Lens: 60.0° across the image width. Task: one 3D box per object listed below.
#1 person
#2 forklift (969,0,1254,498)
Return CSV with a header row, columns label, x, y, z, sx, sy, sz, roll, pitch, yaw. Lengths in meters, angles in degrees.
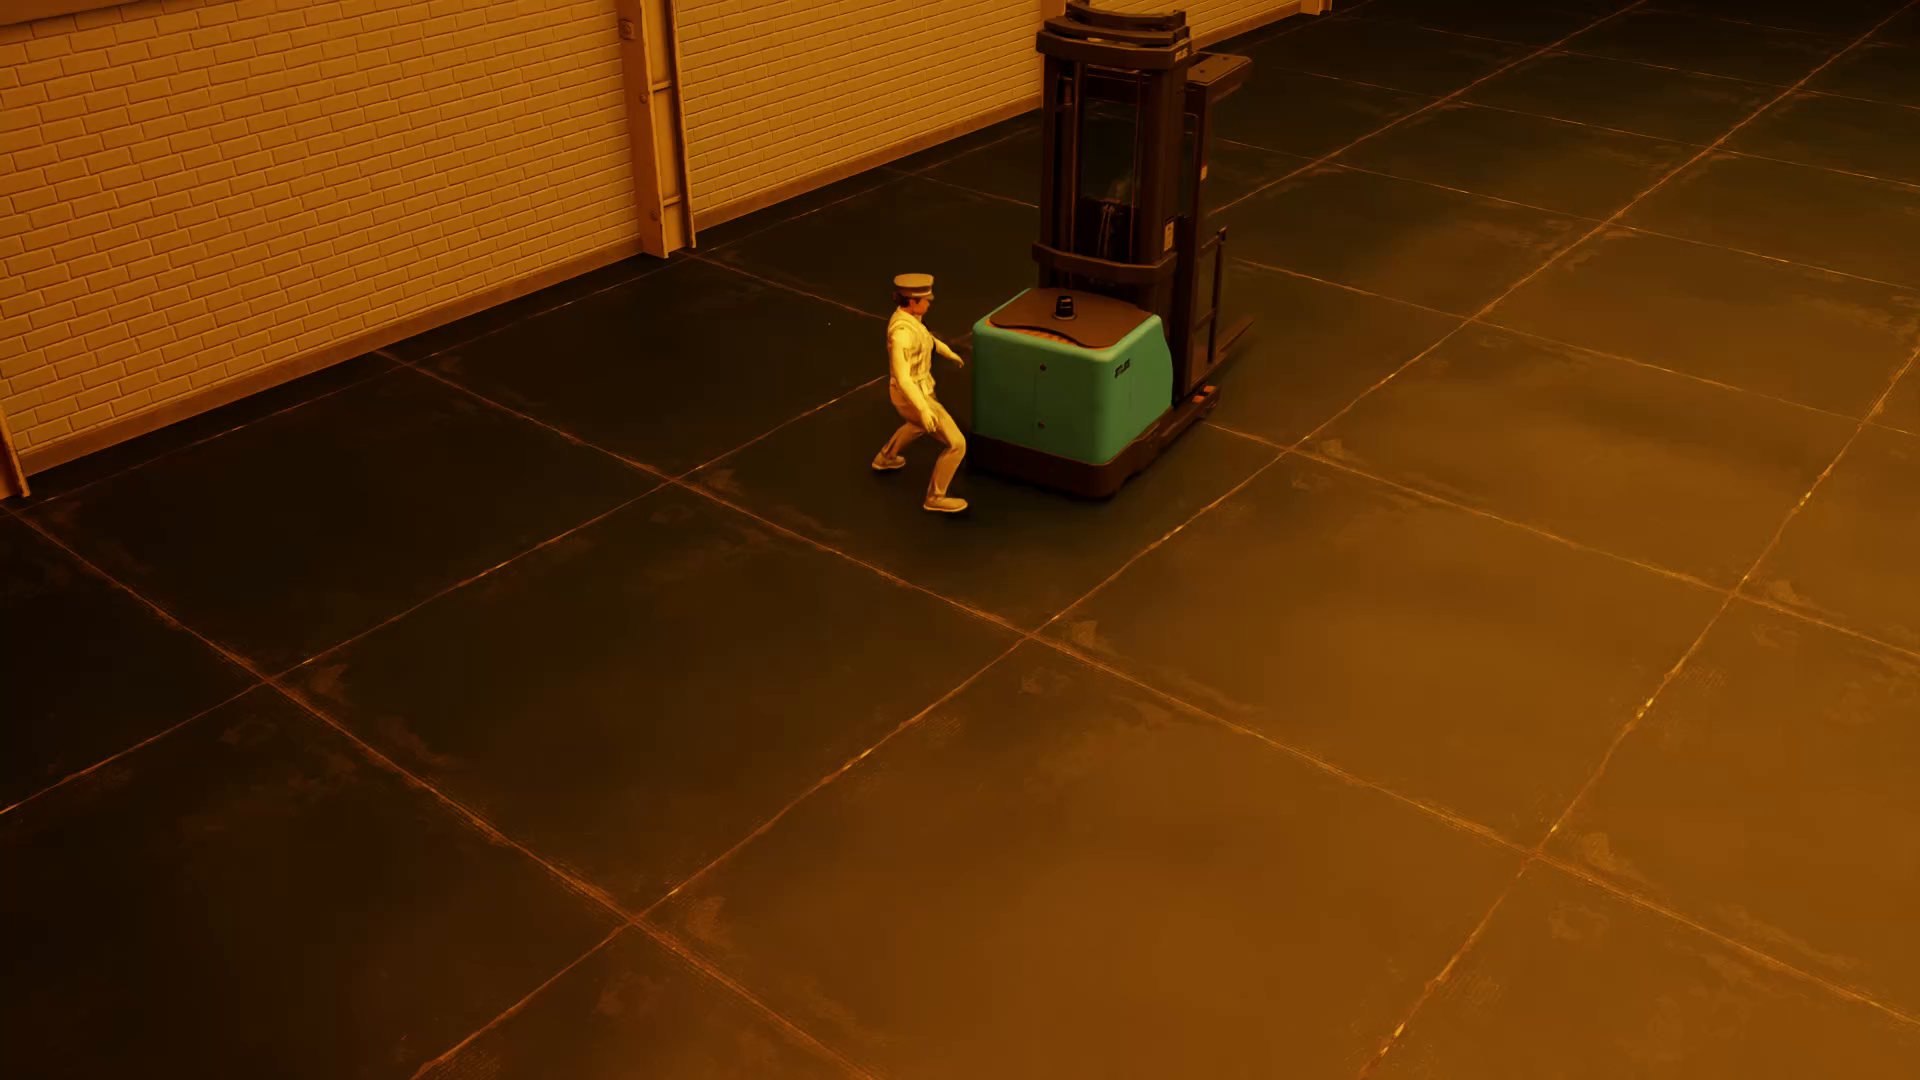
label,x,y,z,sx,sy,sz,roll,pitch,yaw
person,-0.266,-0.992,10.689,0.688,1.506,0.881,2,30,4
forklift,1.248,-2.250,11.445,1.130,2.935,3.031,17,34,26
